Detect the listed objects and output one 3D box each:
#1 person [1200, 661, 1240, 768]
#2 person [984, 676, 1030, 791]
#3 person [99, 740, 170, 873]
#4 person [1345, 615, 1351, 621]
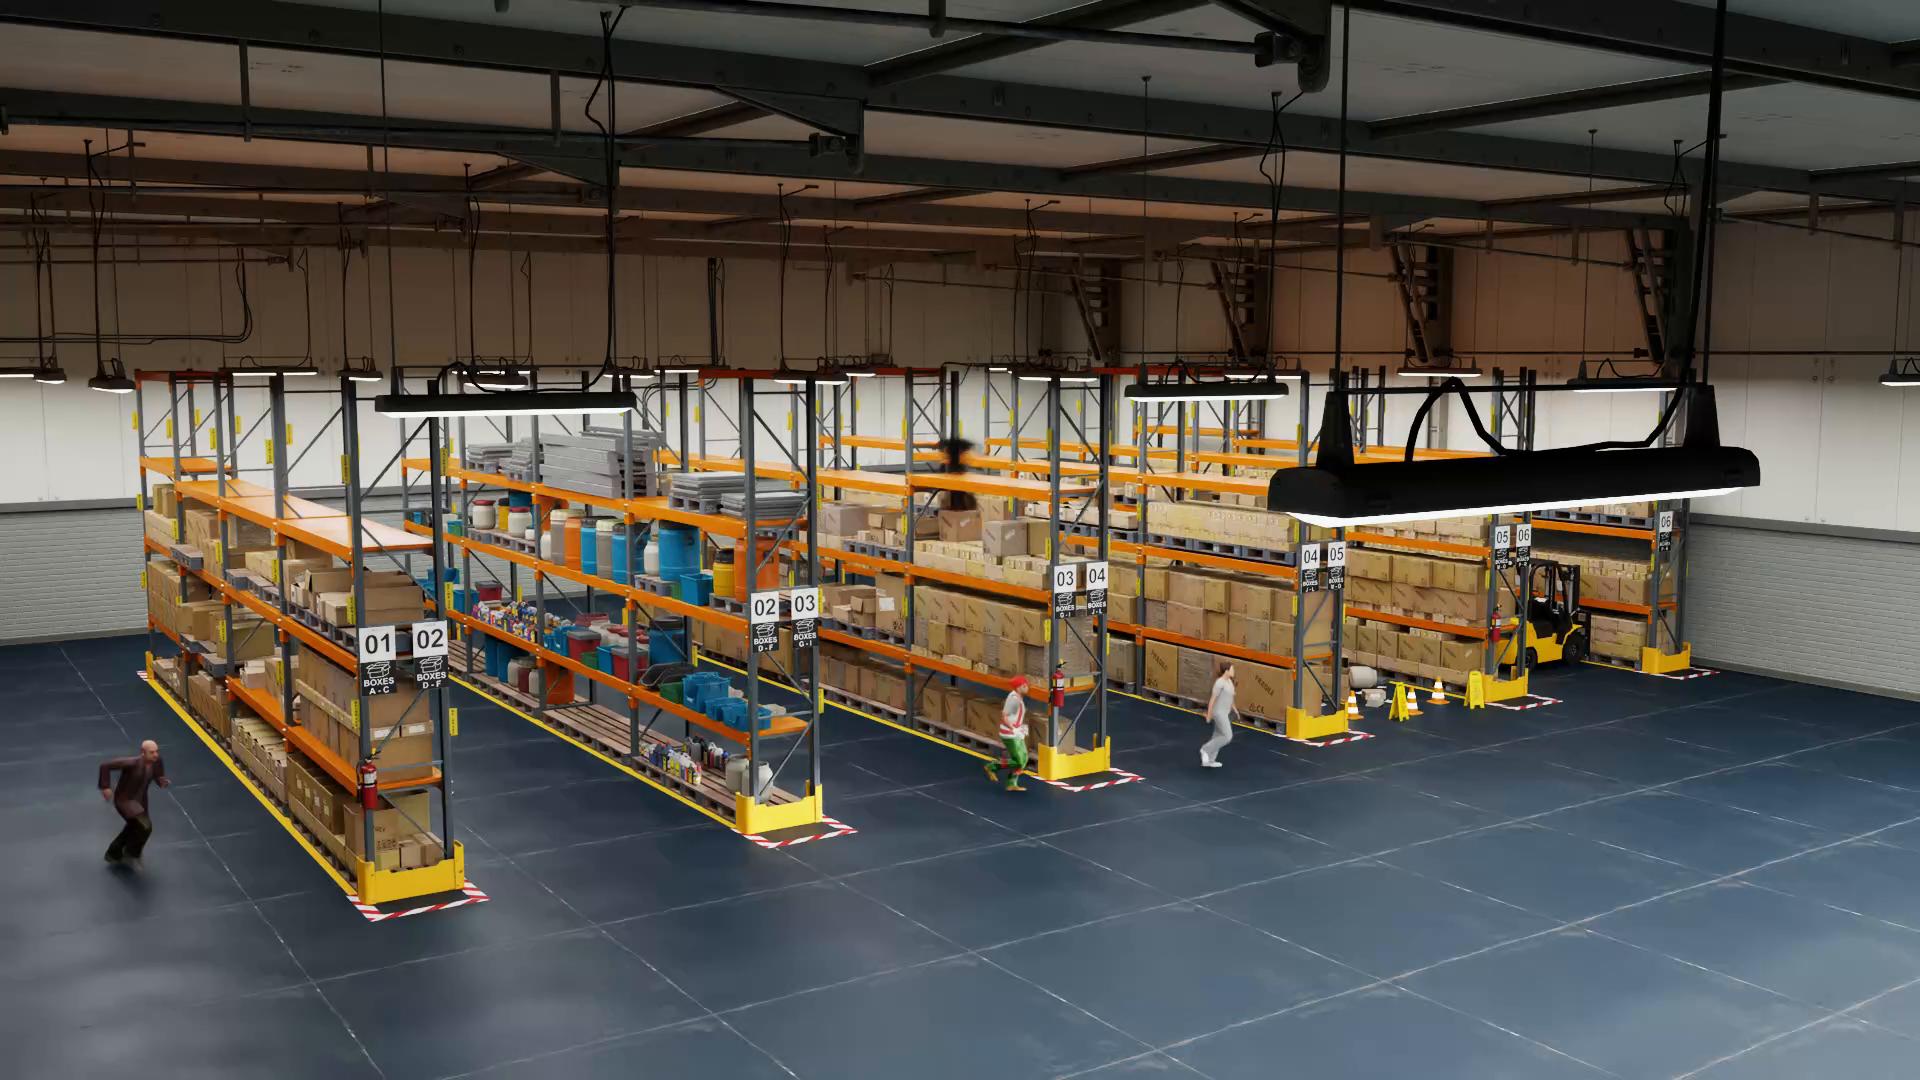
[{"bbox_3d":[3.959,2.657,25.384,0.535,1.640,0.568,3,7,25],"label":"person"},{"bbox_3d":[0.682,2.793,24.032,0.667,1.697,0.643,1,7,10],"label":"person"},{"bbox_3d":[-10.091,3.245,20.257,1.035,1.668,0.753,3,7,21],"label":"person"},{"bbox_3d":[8.410,1.477,35.585,0.659,1.721,0.775,-6,9,-43],"label":"person"}]
